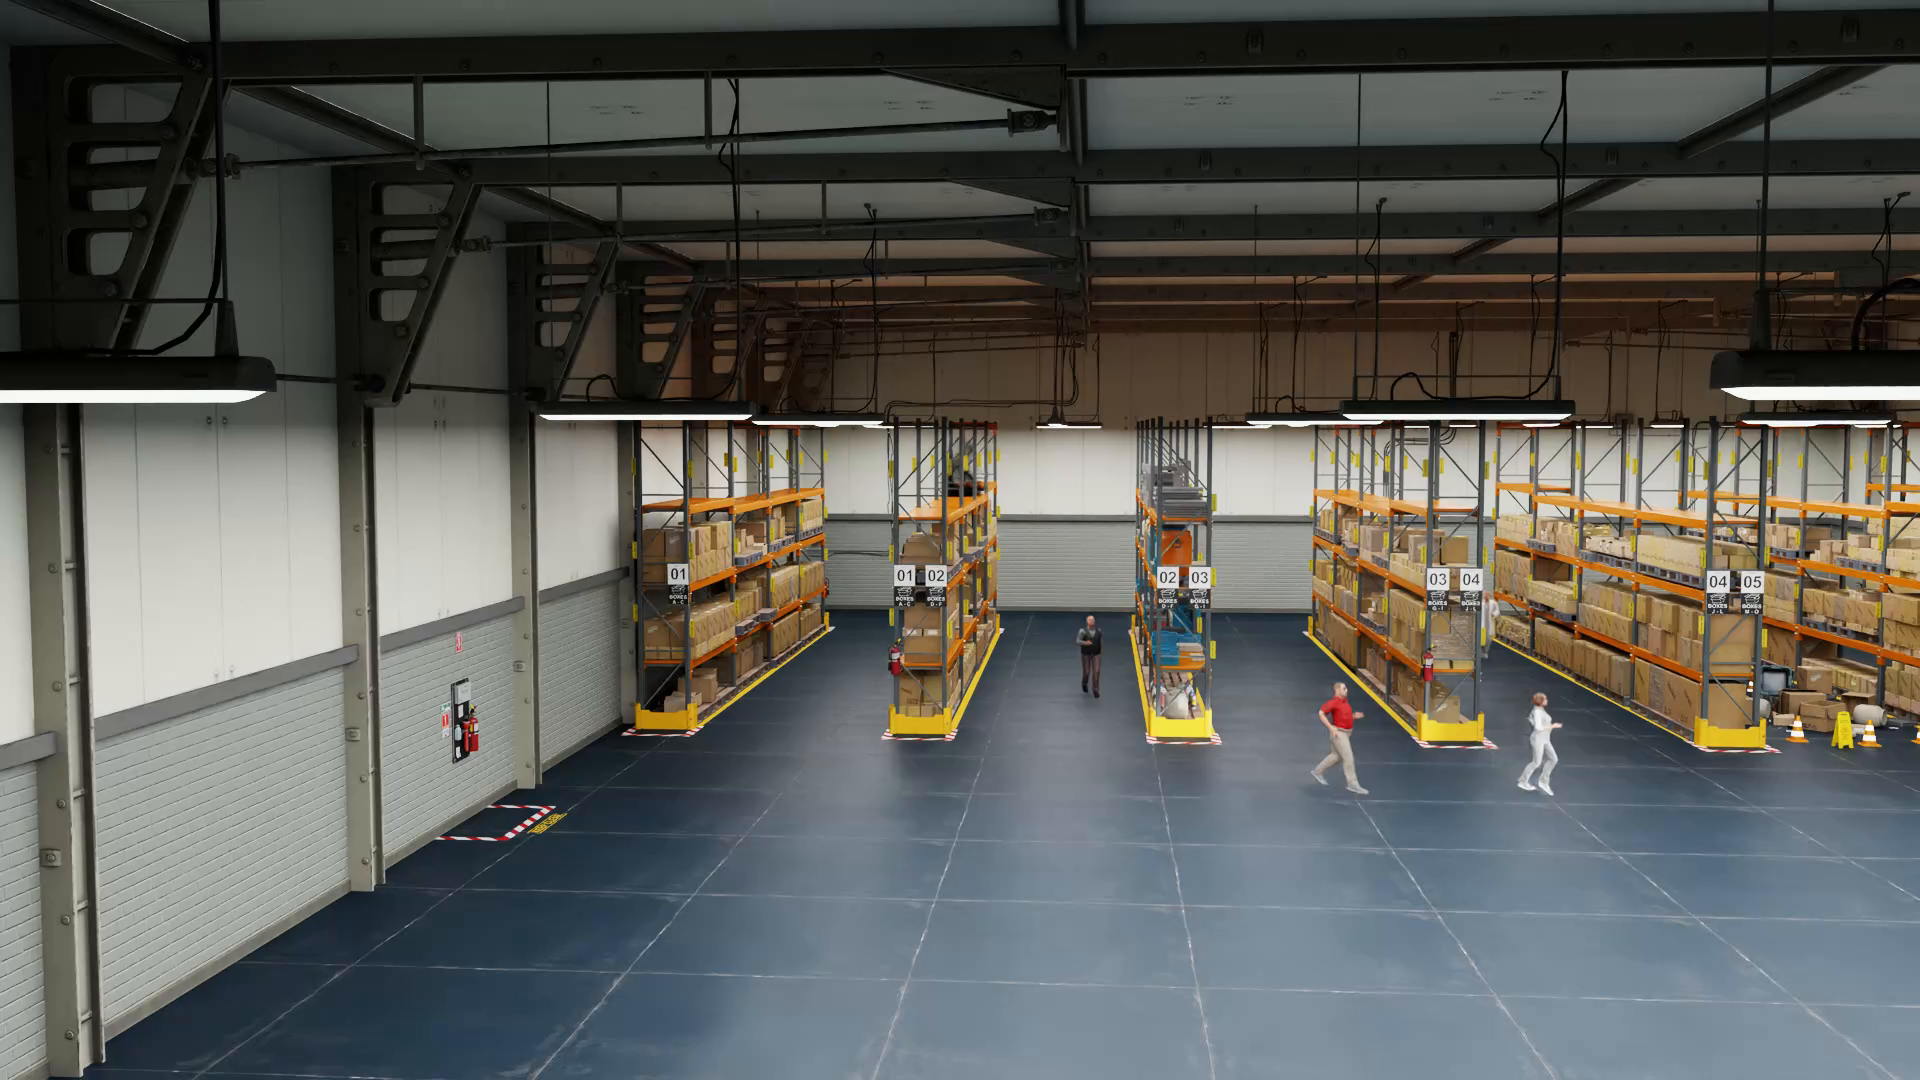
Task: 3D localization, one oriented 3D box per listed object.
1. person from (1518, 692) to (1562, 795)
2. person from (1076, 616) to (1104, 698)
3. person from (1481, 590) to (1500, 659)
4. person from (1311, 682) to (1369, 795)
[{"bbox_3d":[9.160,3.209,26.227,0.661,1.624,0.514,2,4,33],"label":"person"},{"bbox_3d":[2.823,2.491,35.841,0.661,1.713,0.906,-1,4,-8],"label":"person"},{"bbox_3d":[13.166,2.119,41.625,0.693,1.741,0.695,0,4,5],"label":"person"},{"bbox_3d":[6.039,3.118,26.367,0.950,1.725,0.657,2,4,28],"label":"person"}]
